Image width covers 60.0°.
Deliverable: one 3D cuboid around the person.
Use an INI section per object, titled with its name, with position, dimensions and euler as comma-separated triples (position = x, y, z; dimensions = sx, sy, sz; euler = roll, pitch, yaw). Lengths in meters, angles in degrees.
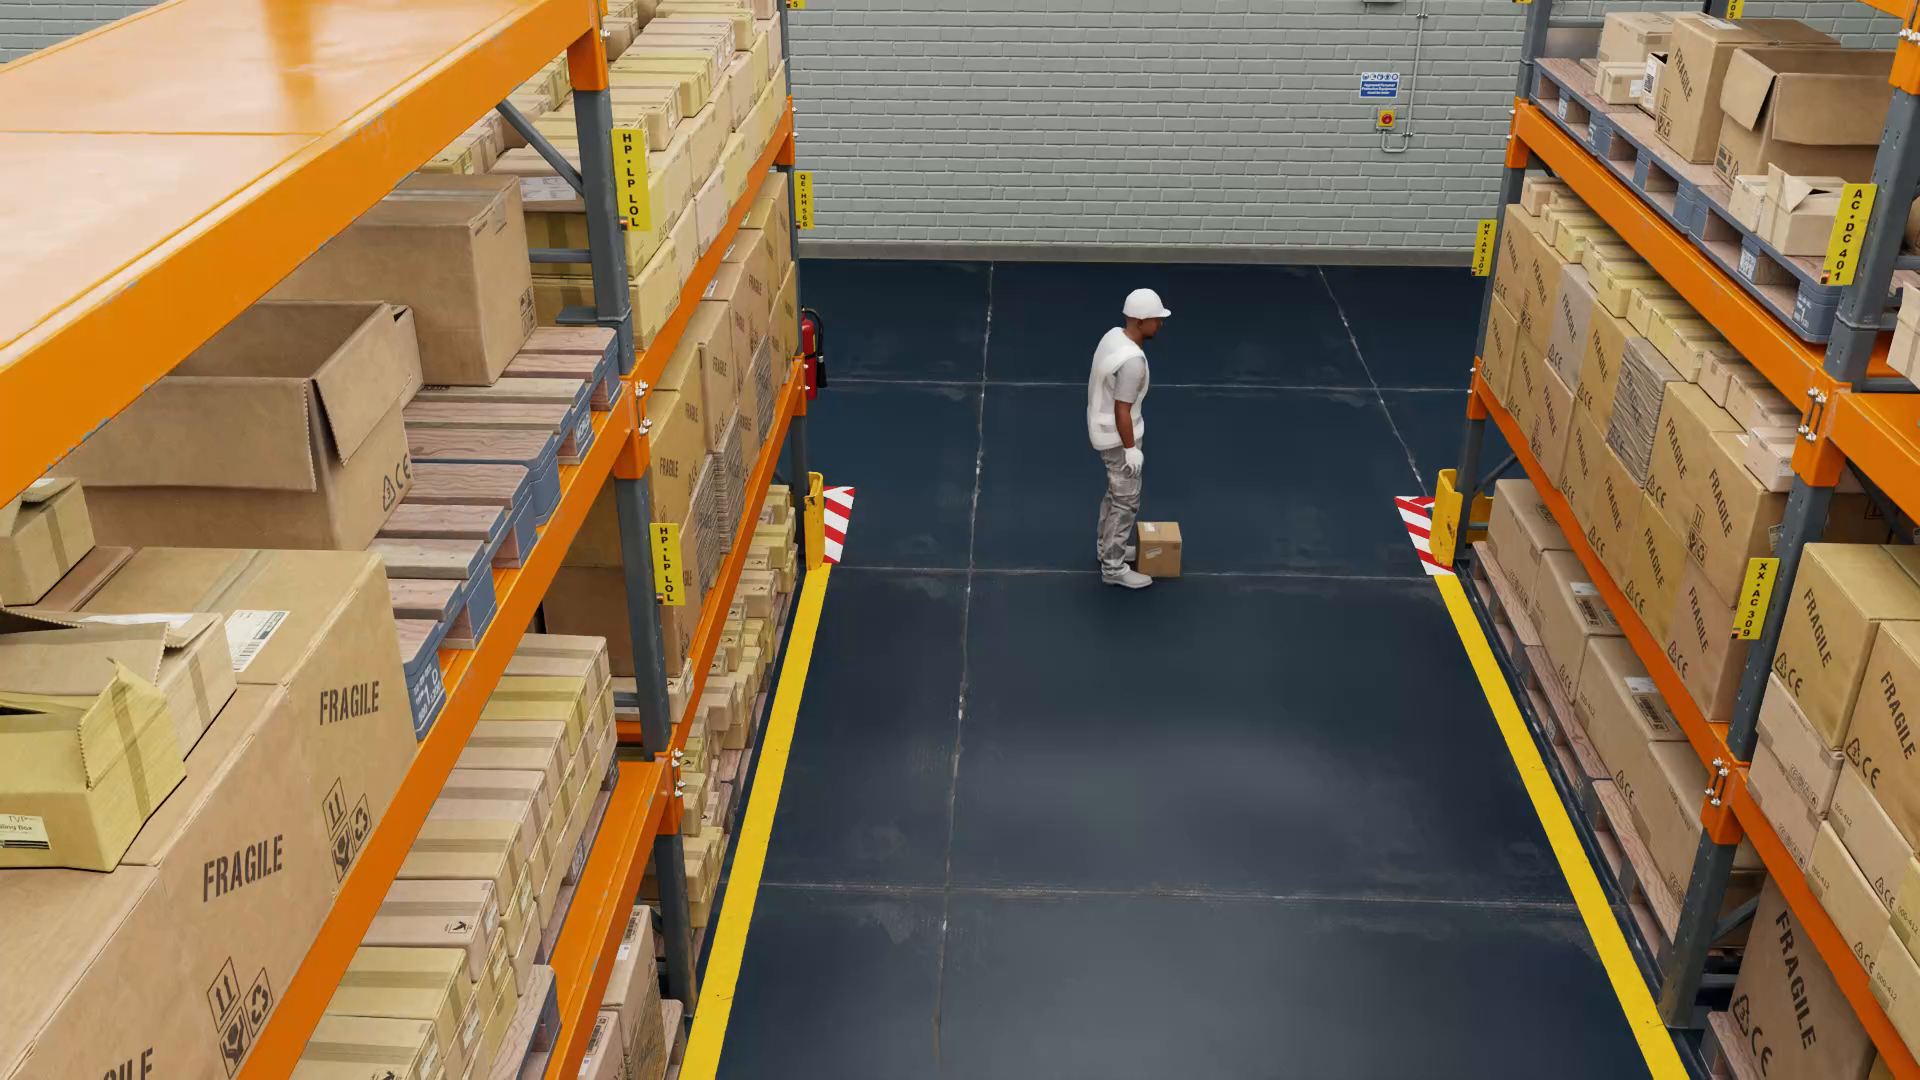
[person]
position = 0.974, -0.614, 9.779
dimensions = 0.453, 1.772, 0.615
euler = 0, 28, 0
